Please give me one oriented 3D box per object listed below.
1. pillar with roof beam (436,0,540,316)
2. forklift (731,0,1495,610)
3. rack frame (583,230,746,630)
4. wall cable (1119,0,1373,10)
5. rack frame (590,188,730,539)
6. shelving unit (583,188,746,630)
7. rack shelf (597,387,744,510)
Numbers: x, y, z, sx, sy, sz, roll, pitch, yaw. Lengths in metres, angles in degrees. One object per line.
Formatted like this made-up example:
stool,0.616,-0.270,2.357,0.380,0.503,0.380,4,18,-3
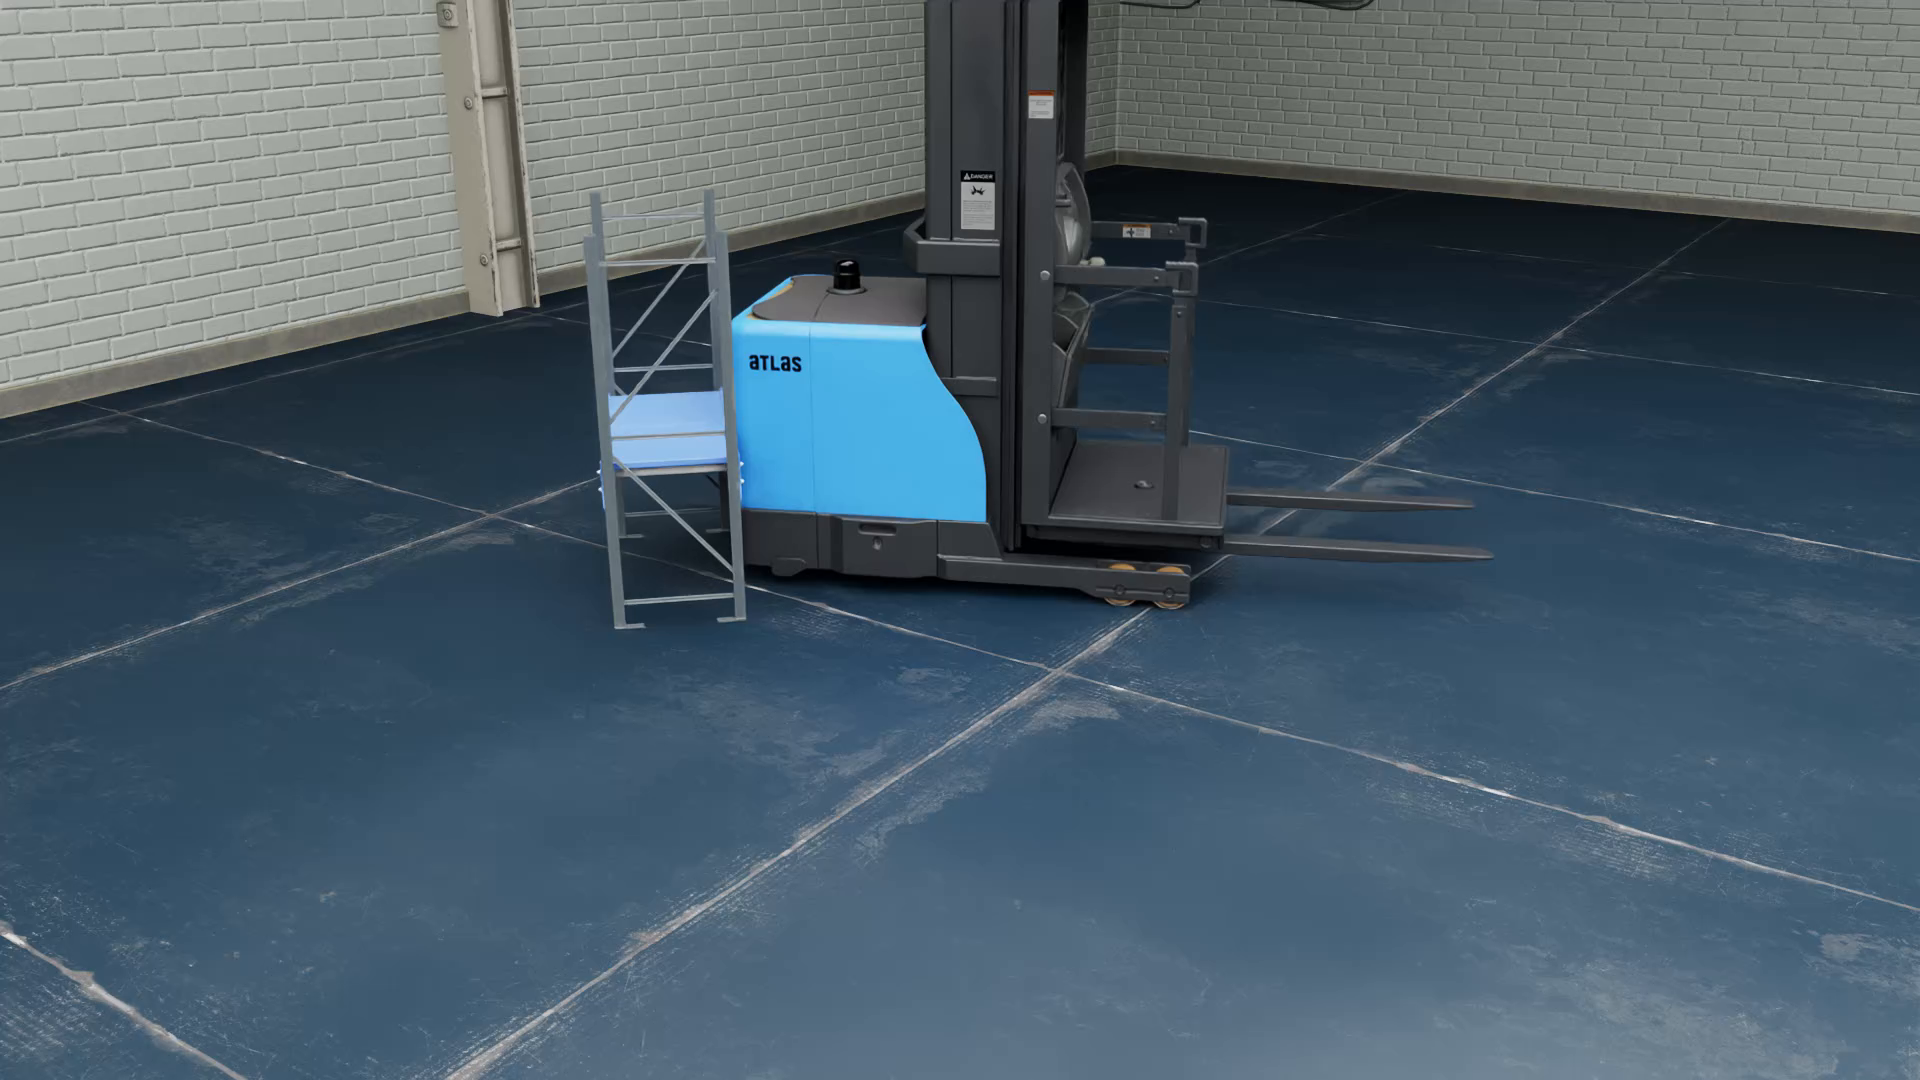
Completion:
pillar with roof beam,0.370,-5.001,7.814,9.100,9.000,0.400,13,24,32
forklift,0.634,-1.300,6.555,3.031,2.935,1.130,3,21,9
rack frame,-1.074,-0.381,6.133,0.500,1.500,0.032,-4,21,-10
wall cable,2.932,-6.693,16.864,3.097,2.526,0.112,13,24,32
rack frame,-1.261,-0.728,7.070,0.500,1.500,0.032,-4,21,-10
shelving unit,-1.168,-0.555,6.602,0.538,1.500,1.048,-4,21,-10
rack shelf,-1.167,-0.386,6.664,0.538,0.185,1.000,-4,21,-10
